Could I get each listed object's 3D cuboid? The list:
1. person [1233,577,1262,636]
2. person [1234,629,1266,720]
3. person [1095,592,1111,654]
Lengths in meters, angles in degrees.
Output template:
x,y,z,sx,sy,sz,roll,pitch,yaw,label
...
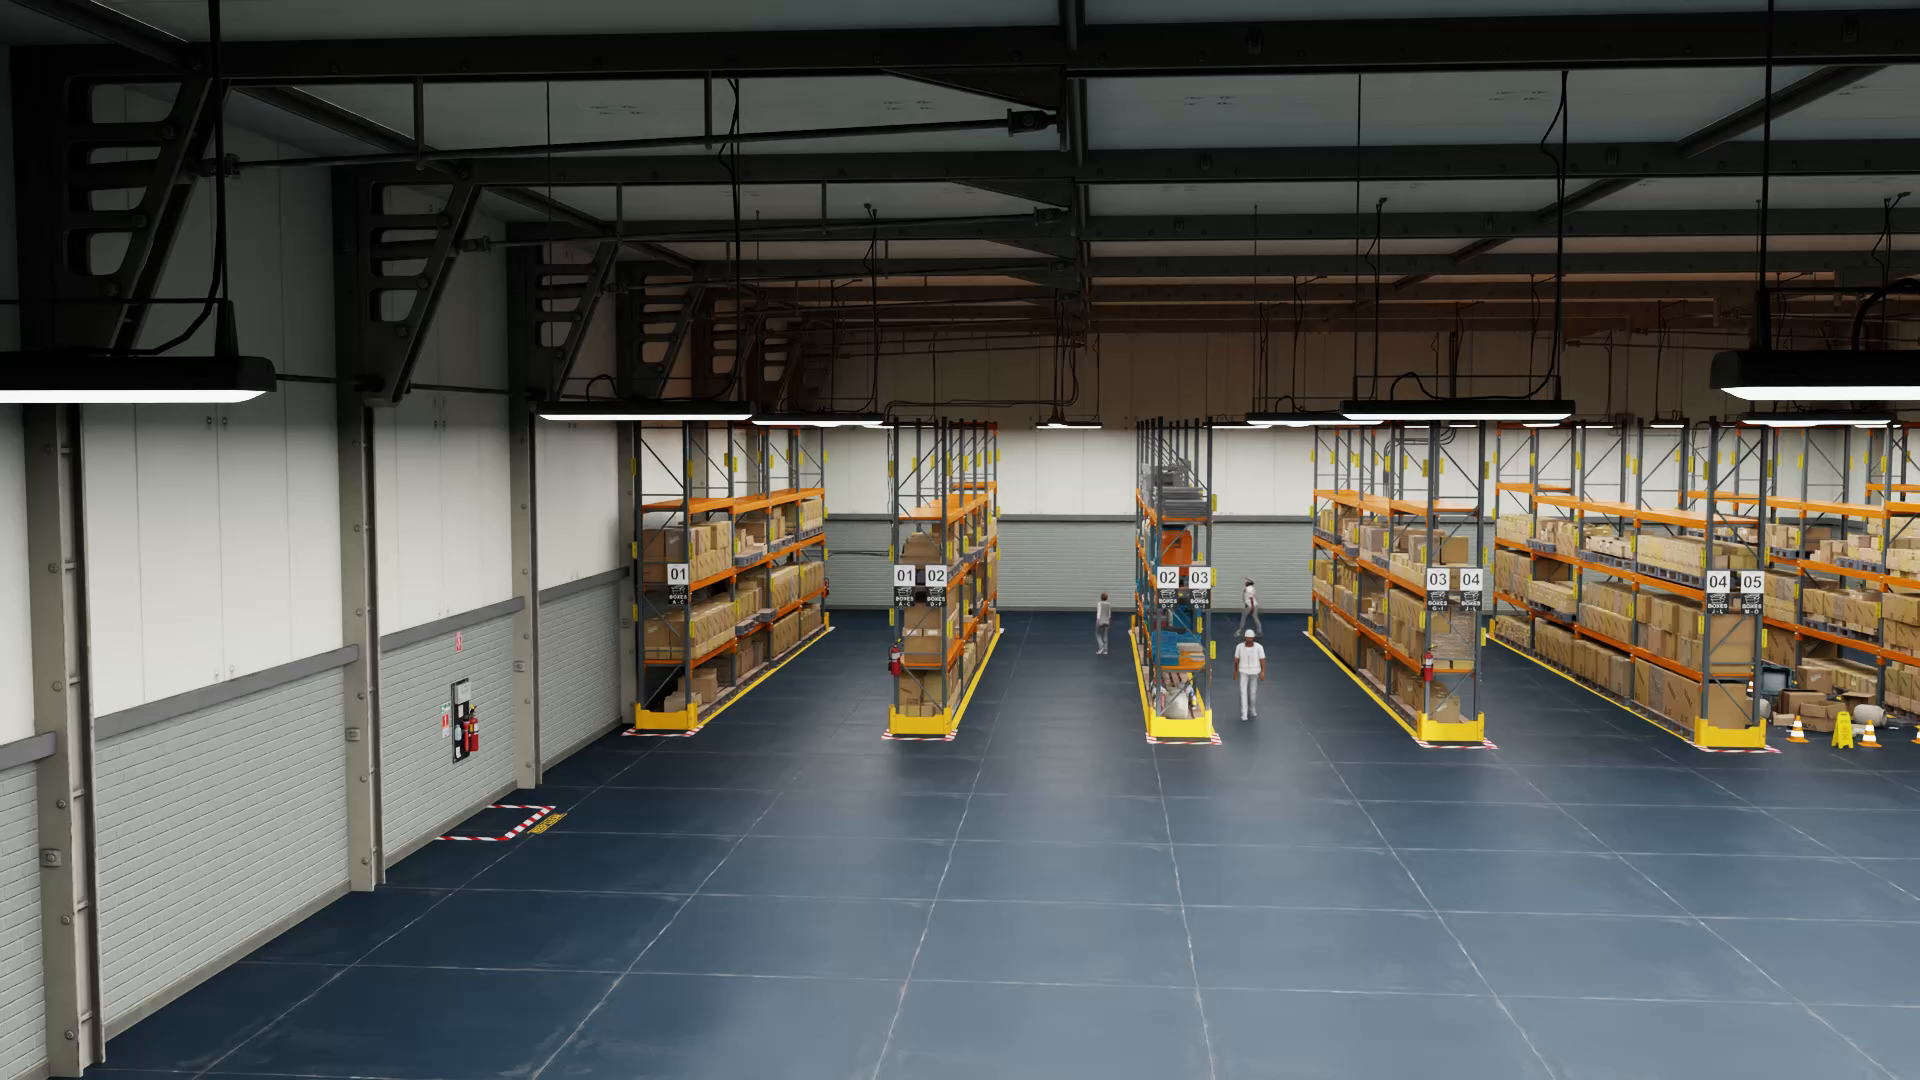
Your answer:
x,y,z,sx,sy,sz,roll,pitch,yaw,label
8.064,1.861,46.380,0.860,1.655,0.447,4,5,43,person
5.780,2.678,33.227,0.640,1.796,0.623,1,4,14,person
3.701,2.153,42.633,0.450,1.622,0.441,-2,4,-22,person
